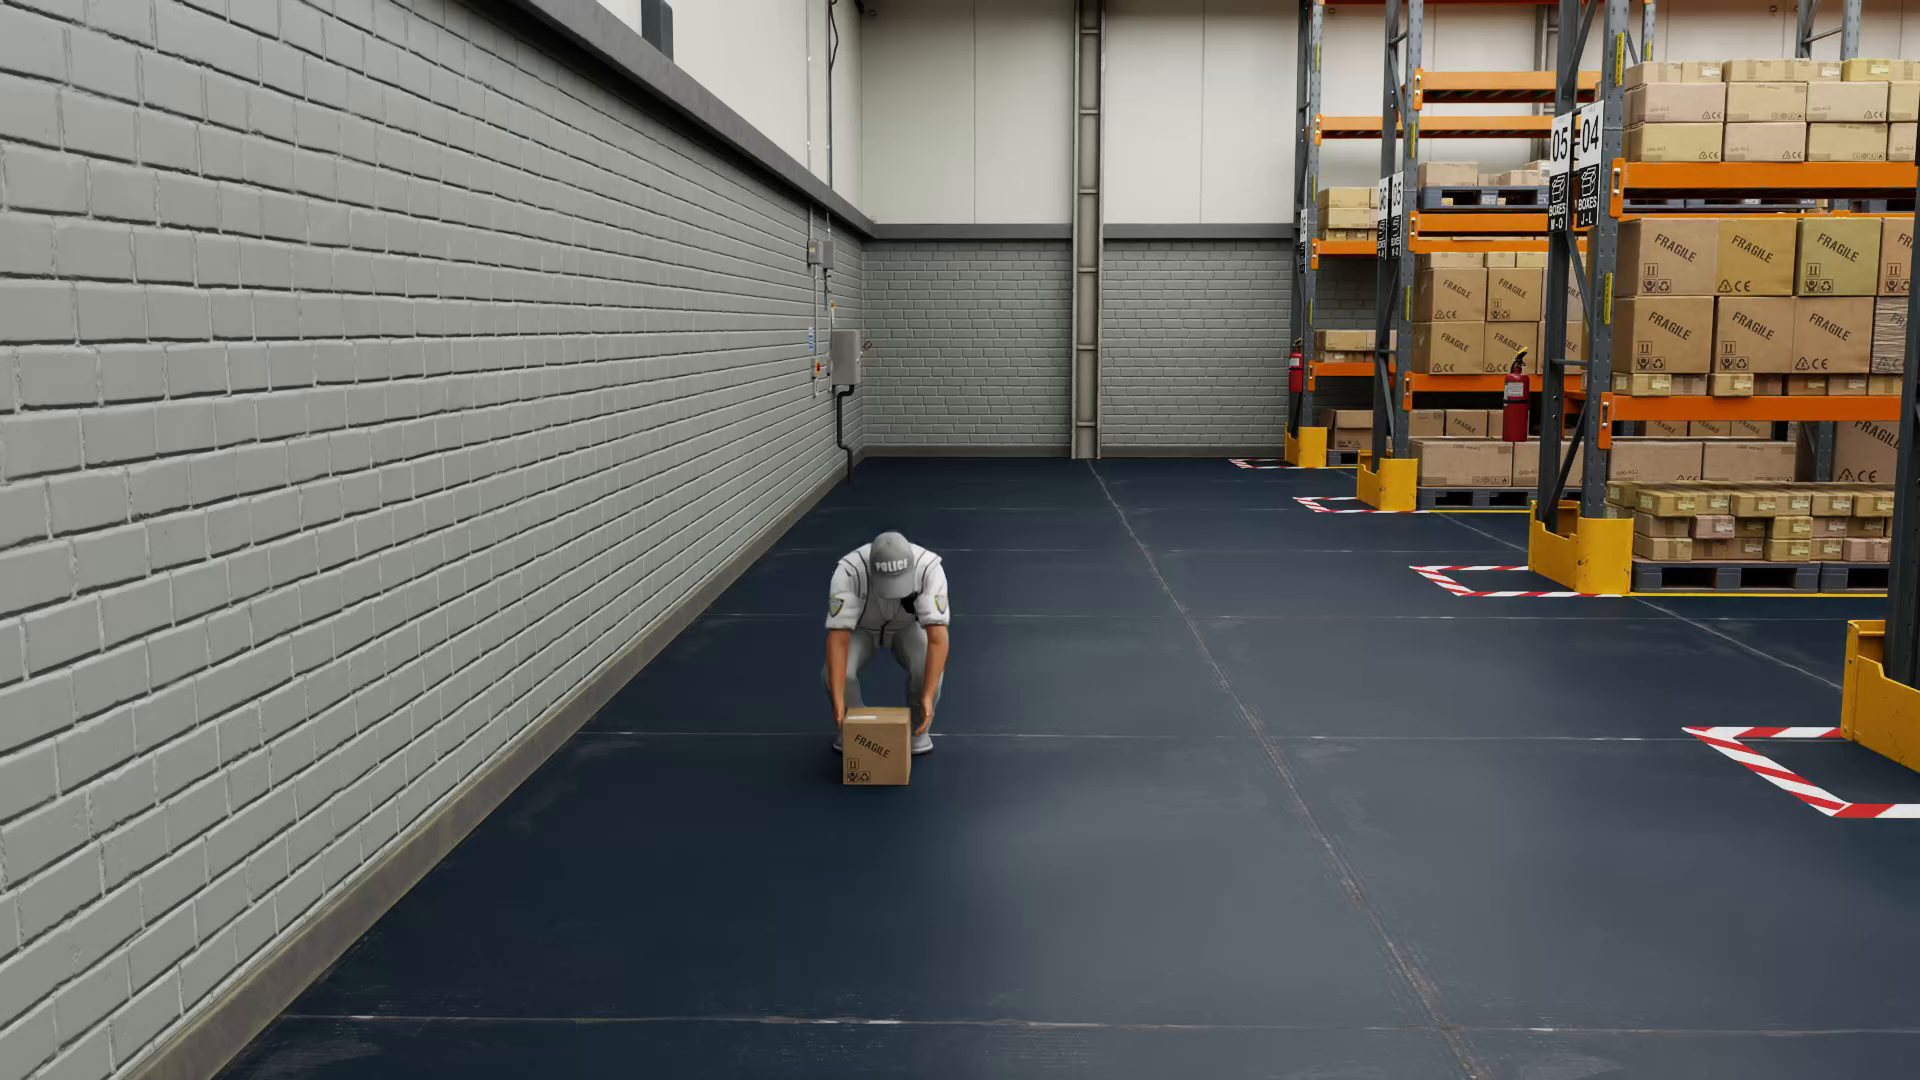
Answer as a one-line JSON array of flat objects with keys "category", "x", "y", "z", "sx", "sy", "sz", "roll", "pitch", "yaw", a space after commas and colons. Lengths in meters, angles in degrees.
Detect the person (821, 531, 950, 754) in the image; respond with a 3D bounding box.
[{"category": "person", "x": -0.303, "y": 0.409, "z": 6.843, "sx": 0.525, "sy": 0.969, "sz": 0.830, "roll": 0, "pitch": 7, "yaw": 1}]
